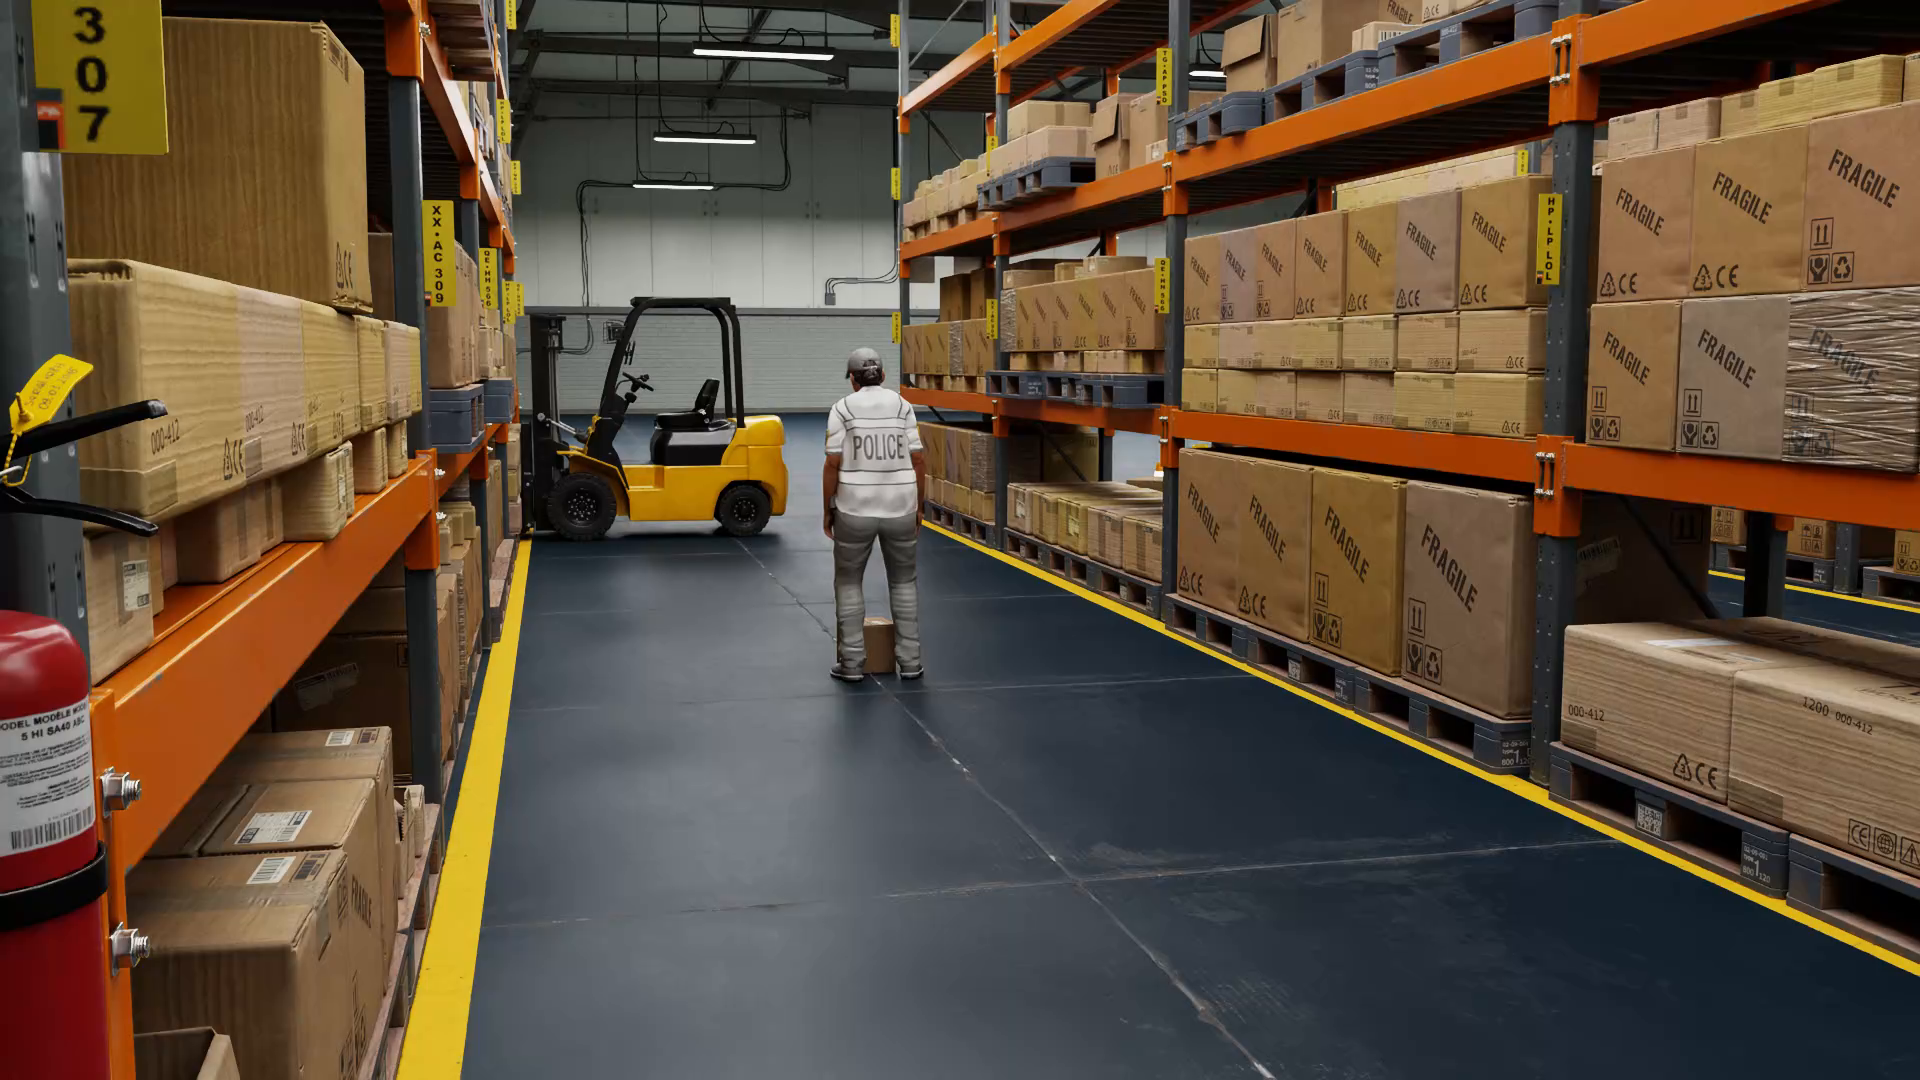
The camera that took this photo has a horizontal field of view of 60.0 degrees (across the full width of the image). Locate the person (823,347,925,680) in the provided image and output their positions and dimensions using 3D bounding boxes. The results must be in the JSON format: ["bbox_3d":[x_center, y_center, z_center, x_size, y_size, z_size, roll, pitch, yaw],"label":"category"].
[{"bbox_3d":[-0.431,-0.131,8.357,0.539,1.665,0.466,-2,6,-15],"label":"person"}]
